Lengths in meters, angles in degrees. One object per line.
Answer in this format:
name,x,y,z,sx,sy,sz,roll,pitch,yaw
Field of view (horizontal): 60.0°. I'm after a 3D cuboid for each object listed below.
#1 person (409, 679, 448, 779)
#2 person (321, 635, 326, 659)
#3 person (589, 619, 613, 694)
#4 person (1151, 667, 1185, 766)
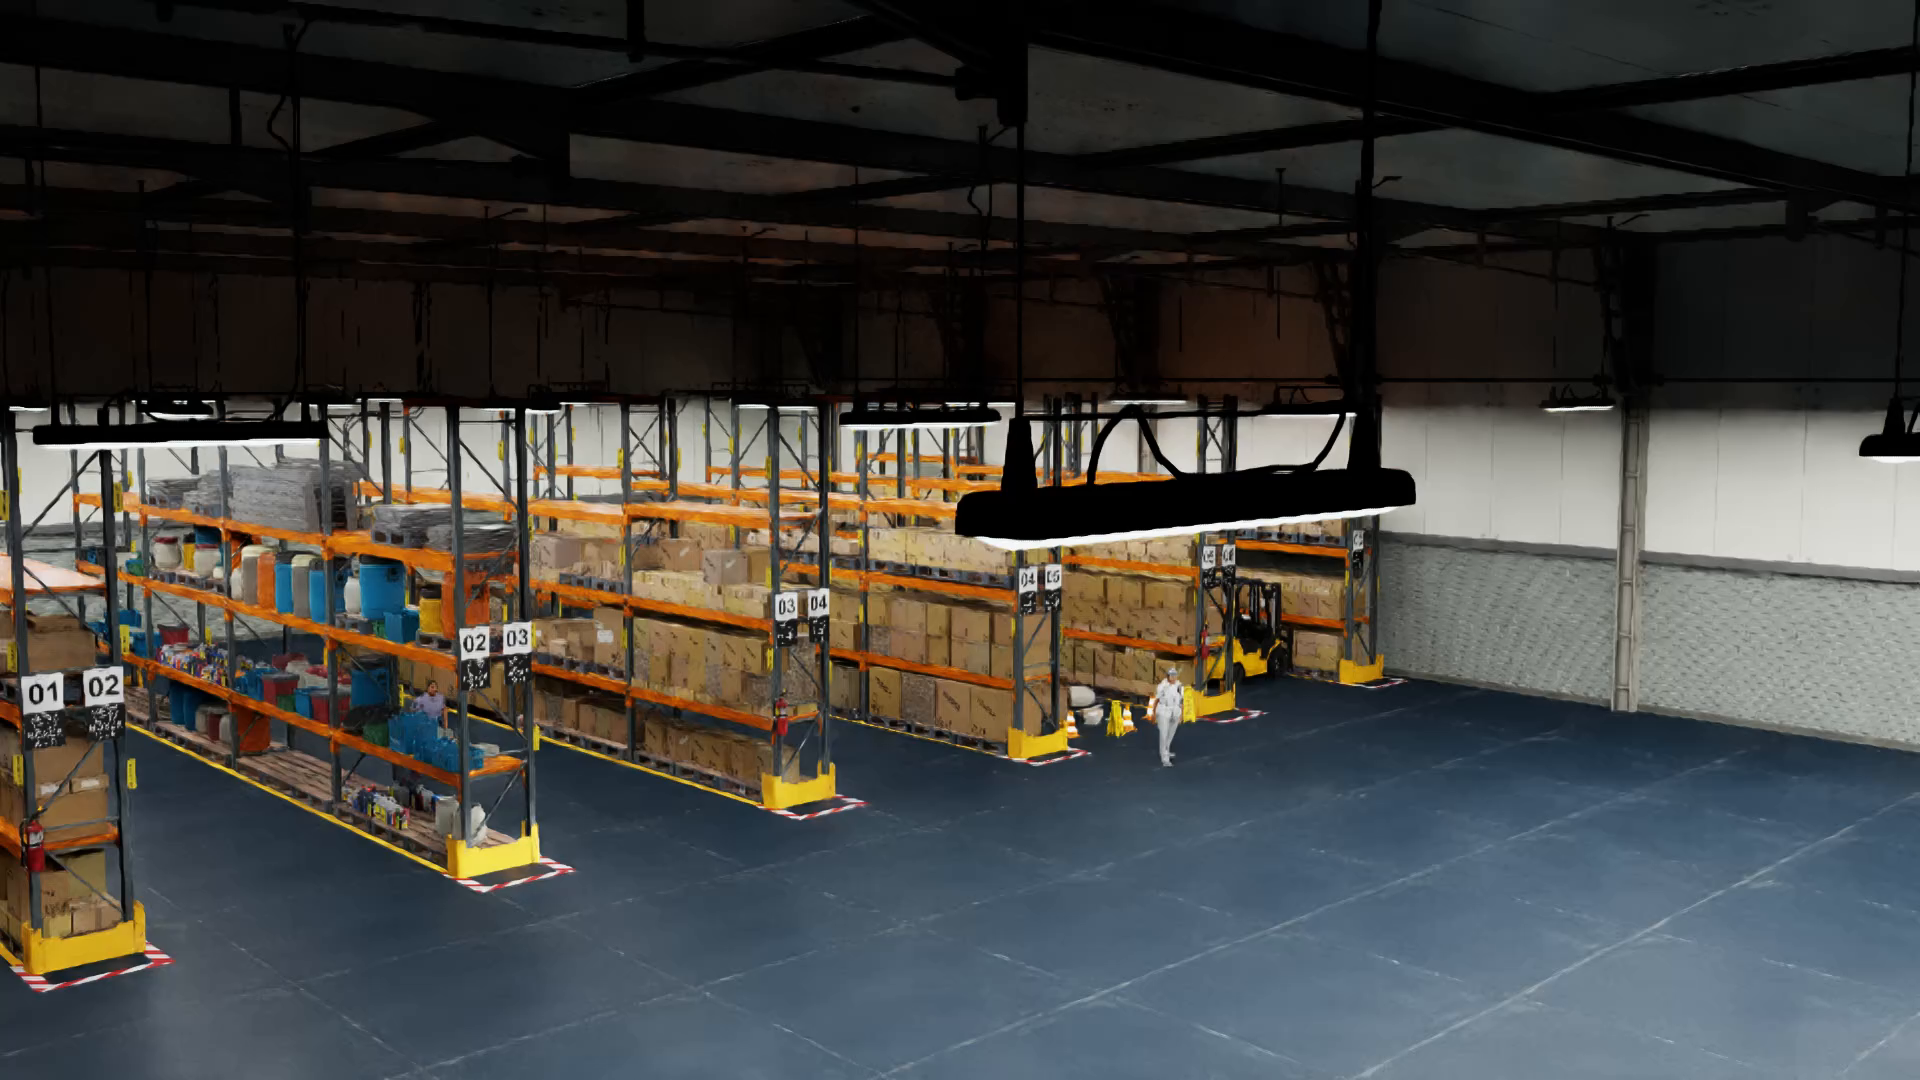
person,-8.456,2.997,26.455,0.517,1.581,0.625,5,8,44
person,-14.343,1.896,37.598,0.515,1.592,0.356,2,6,17
person,-7.272,2.221,33.482,0.598,1.731,0.463,2,6,21
person,3.440,2.864,27.505,0.519,1.584,0.810,-2,6,-19
